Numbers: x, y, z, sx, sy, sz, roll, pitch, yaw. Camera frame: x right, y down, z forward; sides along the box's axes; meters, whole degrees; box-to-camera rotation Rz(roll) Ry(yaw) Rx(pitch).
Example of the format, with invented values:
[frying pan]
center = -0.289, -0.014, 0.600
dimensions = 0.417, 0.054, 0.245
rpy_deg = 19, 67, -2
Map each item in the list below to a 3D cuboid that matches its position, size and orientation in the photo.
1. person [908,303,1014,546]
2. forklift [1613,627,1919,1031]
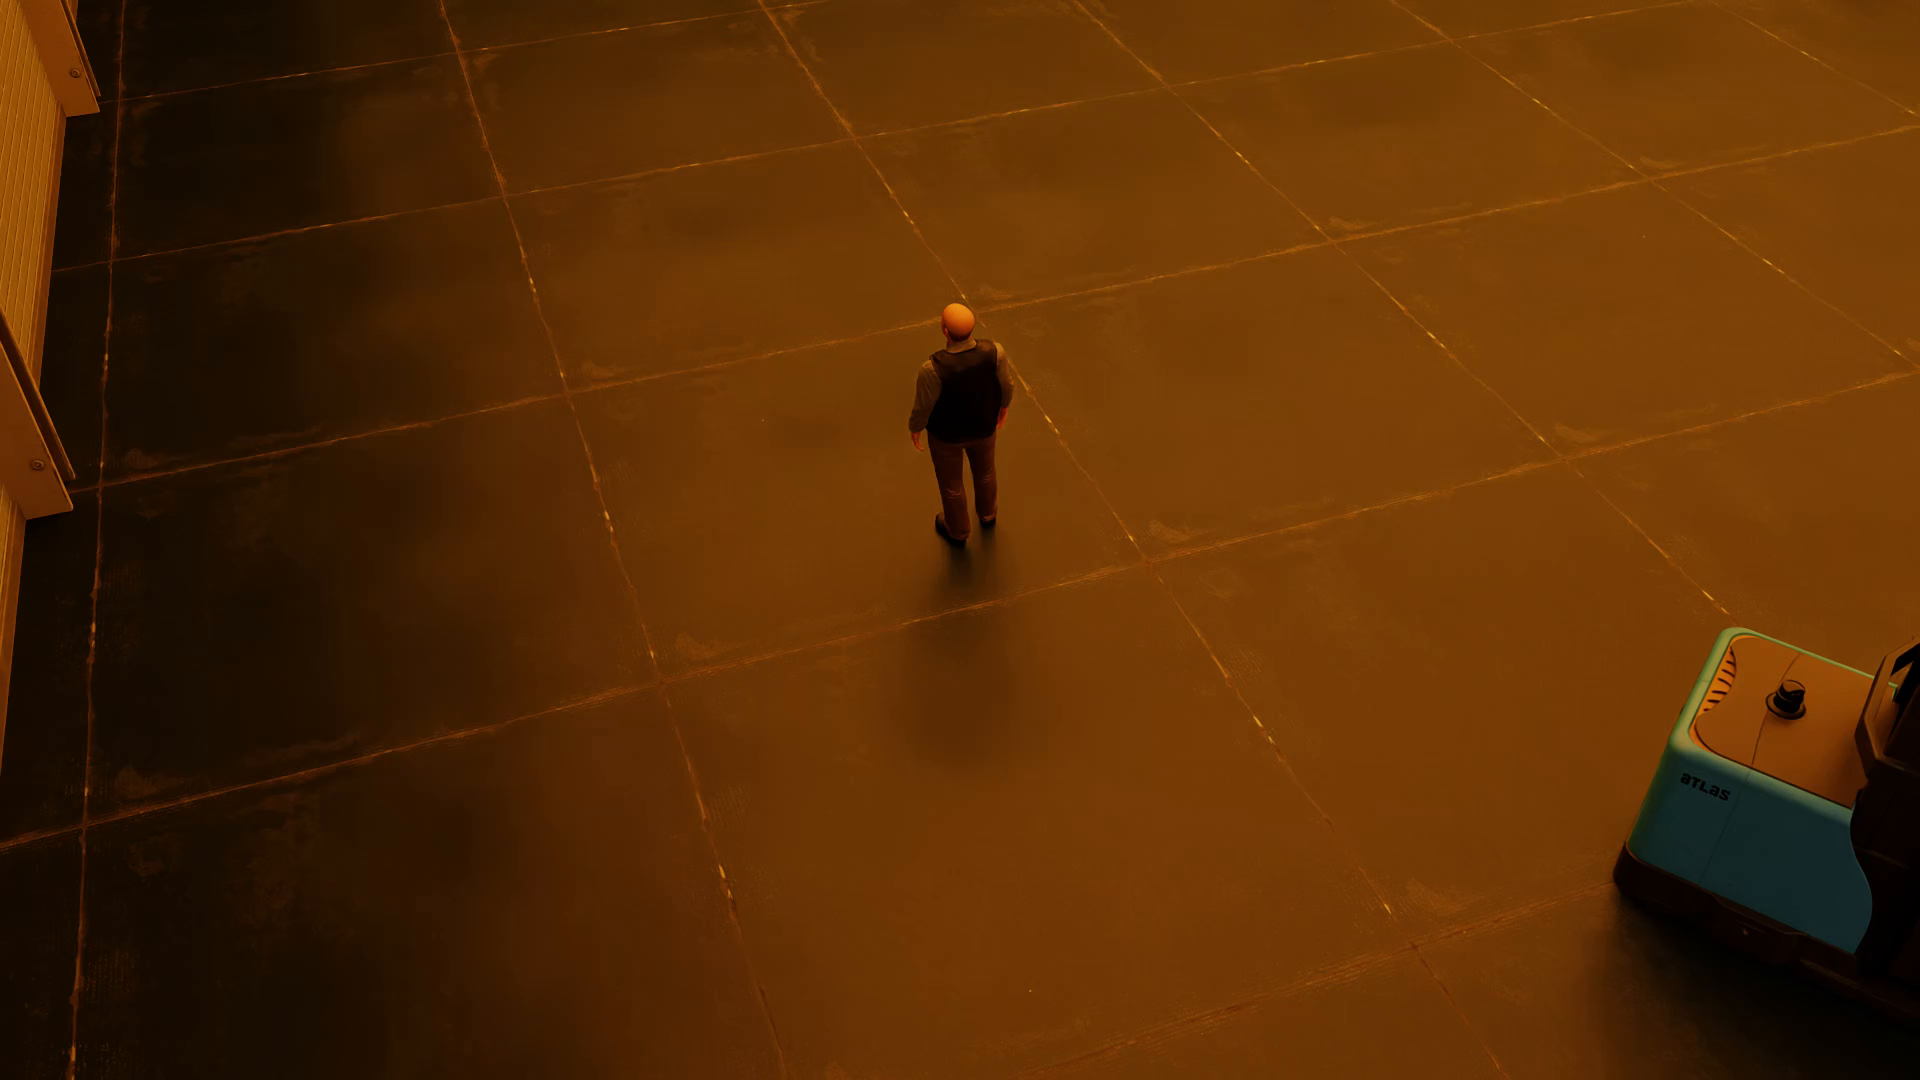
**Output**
[person]
center = -0.013, -0.704, 9.764
dimensions = 0.632, 1.720, 0.568
rpy_deg = -13, 42, -15
[forklift]
center = 4.719, 0.891, 6.935
dimensions = 3.031, 2.935, 1.130
rpy_deg = 24, 45, 26
